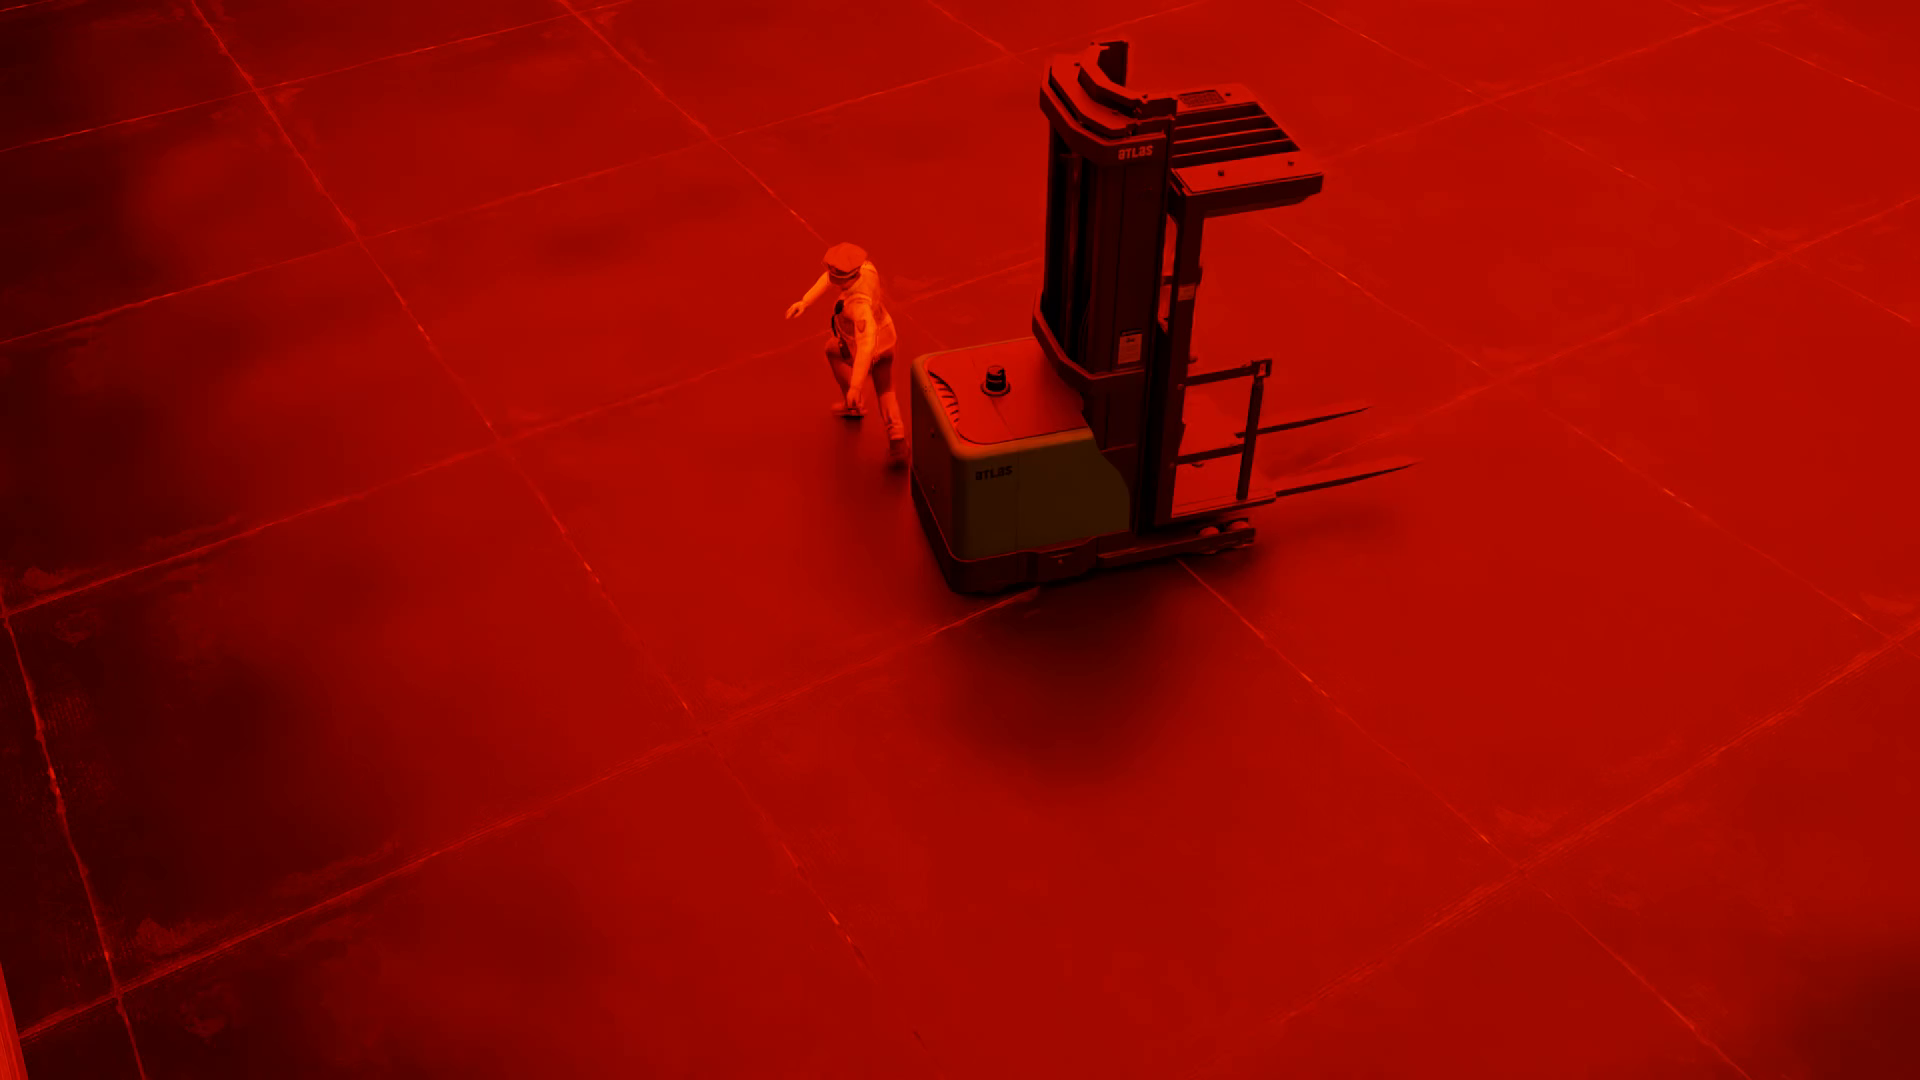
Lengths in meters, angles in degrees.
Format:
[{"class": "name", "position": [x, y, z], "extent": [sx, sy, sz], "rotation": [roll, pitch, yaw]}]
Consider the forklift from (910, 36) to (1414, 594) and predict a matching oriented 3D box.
[{"class": "forklift", "position": [1.272, -1.342, 9.407], "extent": [3.031, 2.935, 1.130], "rotation": [-11, 42, -12]}]

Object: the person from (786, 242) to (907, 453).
[{"class": "person", "position": [-0.636, -1.189, 10.428], "extent": [0.608, 1.441, 0.892], "rotation": [-31, 50, -31]}]
